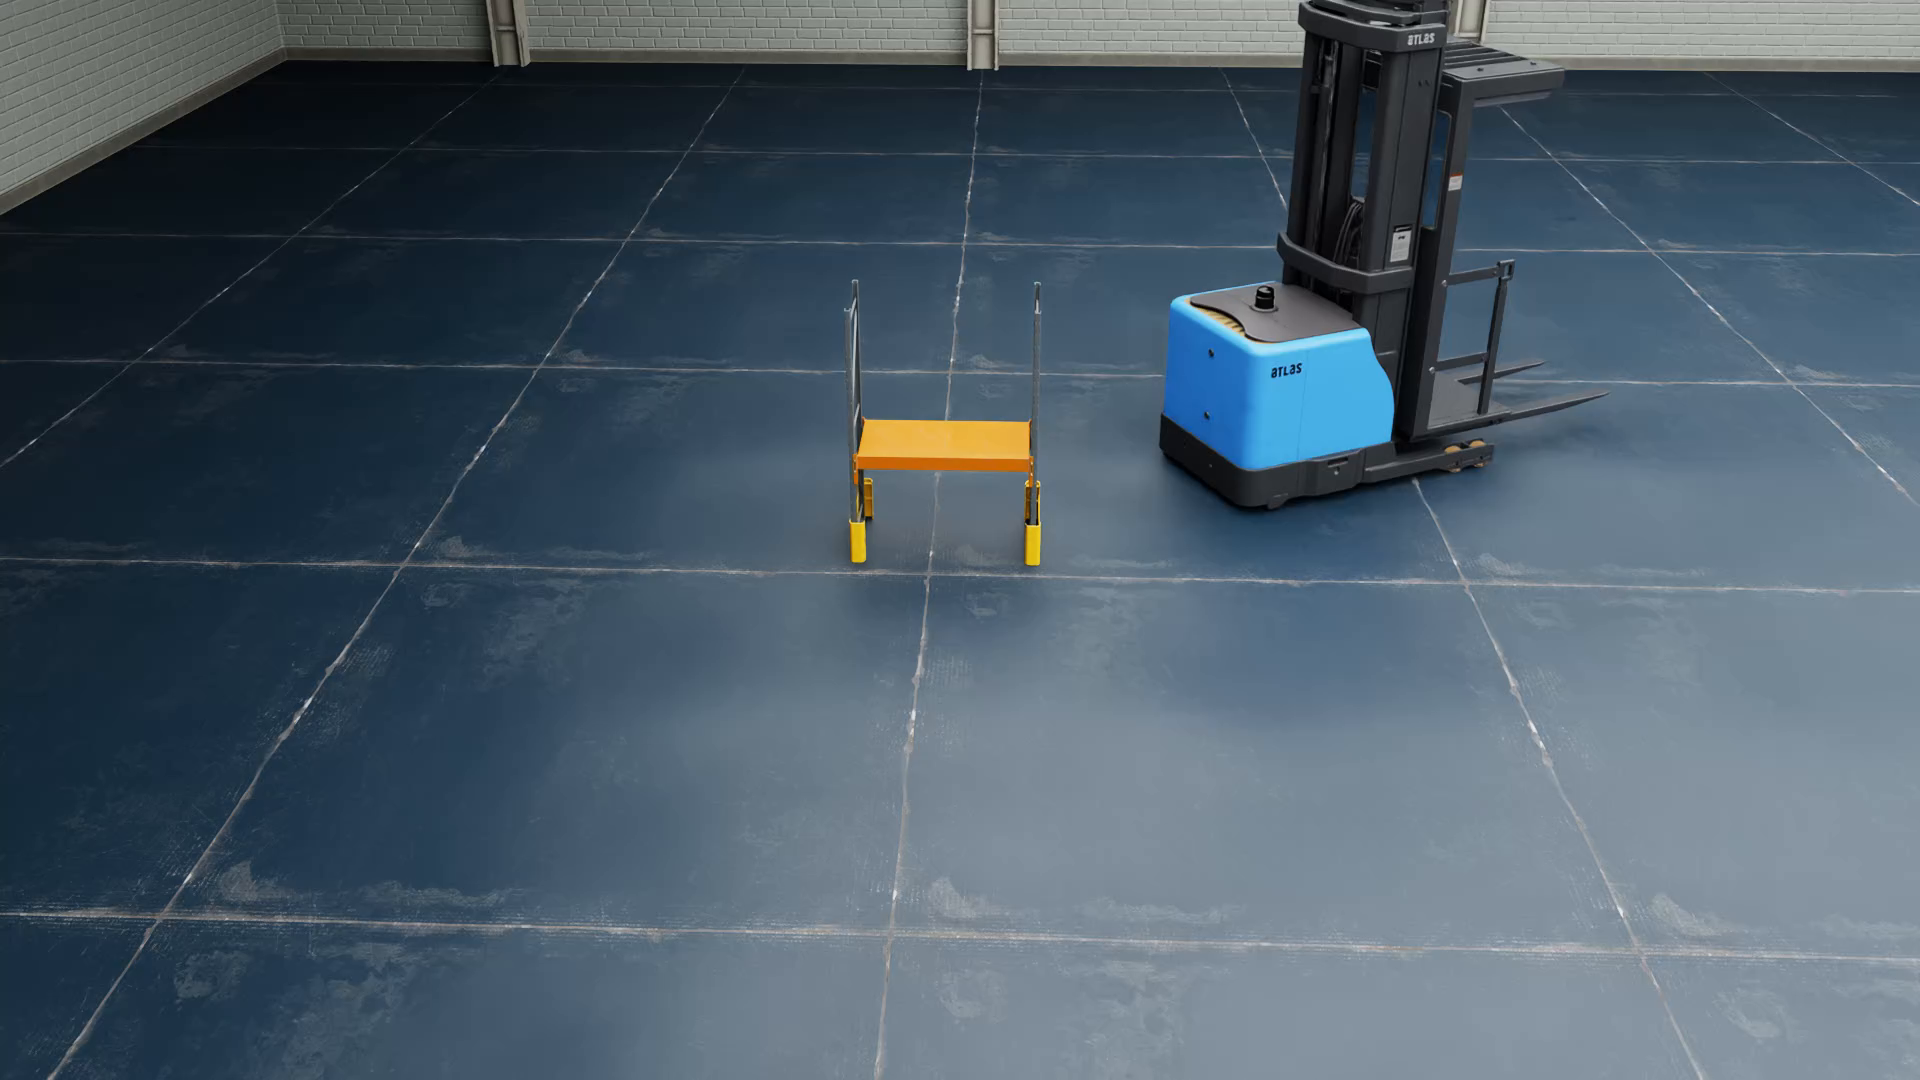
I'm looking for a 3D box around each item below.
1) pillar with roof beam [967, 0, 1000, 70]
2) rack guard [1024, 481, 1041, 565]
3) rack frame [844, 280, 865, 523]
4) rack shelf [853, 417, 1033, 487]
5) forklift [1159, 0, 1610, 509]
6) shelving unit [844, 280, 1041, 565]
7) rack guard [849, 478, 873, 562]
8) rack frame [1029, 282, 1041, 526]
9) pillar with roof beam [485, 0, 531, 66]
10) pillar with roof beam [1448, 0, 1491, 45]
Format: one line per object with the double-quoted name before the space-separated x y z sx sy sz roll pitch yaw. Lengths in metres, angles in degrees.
"pillar with roof beam" 0.138 -7.937 15.114 0.400 9.000 9.100 1 28 2
"rack guard" 0.422 -0.103 9.678 0.087 0.250 0.587 1 28 2
"rack frame" -0.593 -0.672 9.417 0.032 1.500 0.500 1 28 2
"rack shelf" -0.085 -0.505 9.486 1.000 0.185 0.538 1 28 2
"forklift" 2.846 -1.934 10.268 3.031 2.935 1.130 -12 30 -22
"shelving unit" -0.076 -0.664 9.401 1.083 1.500 0.587 1 28 2
"rack guard" -0.574 -0.120 9.709 0.087 0.250 0.587 1 28 2
"rack frame" 0.423 -0.656 9.386 0.032 1.500 0.500 1 28 2
"pillar with roof beam" -5.858 -8.036 15.301 0.400 9.000 9.100 1 28 2
"pillar with roof beam" 6.134 -7.837 14.927 0.400 9.000 9.100 1 28 2
